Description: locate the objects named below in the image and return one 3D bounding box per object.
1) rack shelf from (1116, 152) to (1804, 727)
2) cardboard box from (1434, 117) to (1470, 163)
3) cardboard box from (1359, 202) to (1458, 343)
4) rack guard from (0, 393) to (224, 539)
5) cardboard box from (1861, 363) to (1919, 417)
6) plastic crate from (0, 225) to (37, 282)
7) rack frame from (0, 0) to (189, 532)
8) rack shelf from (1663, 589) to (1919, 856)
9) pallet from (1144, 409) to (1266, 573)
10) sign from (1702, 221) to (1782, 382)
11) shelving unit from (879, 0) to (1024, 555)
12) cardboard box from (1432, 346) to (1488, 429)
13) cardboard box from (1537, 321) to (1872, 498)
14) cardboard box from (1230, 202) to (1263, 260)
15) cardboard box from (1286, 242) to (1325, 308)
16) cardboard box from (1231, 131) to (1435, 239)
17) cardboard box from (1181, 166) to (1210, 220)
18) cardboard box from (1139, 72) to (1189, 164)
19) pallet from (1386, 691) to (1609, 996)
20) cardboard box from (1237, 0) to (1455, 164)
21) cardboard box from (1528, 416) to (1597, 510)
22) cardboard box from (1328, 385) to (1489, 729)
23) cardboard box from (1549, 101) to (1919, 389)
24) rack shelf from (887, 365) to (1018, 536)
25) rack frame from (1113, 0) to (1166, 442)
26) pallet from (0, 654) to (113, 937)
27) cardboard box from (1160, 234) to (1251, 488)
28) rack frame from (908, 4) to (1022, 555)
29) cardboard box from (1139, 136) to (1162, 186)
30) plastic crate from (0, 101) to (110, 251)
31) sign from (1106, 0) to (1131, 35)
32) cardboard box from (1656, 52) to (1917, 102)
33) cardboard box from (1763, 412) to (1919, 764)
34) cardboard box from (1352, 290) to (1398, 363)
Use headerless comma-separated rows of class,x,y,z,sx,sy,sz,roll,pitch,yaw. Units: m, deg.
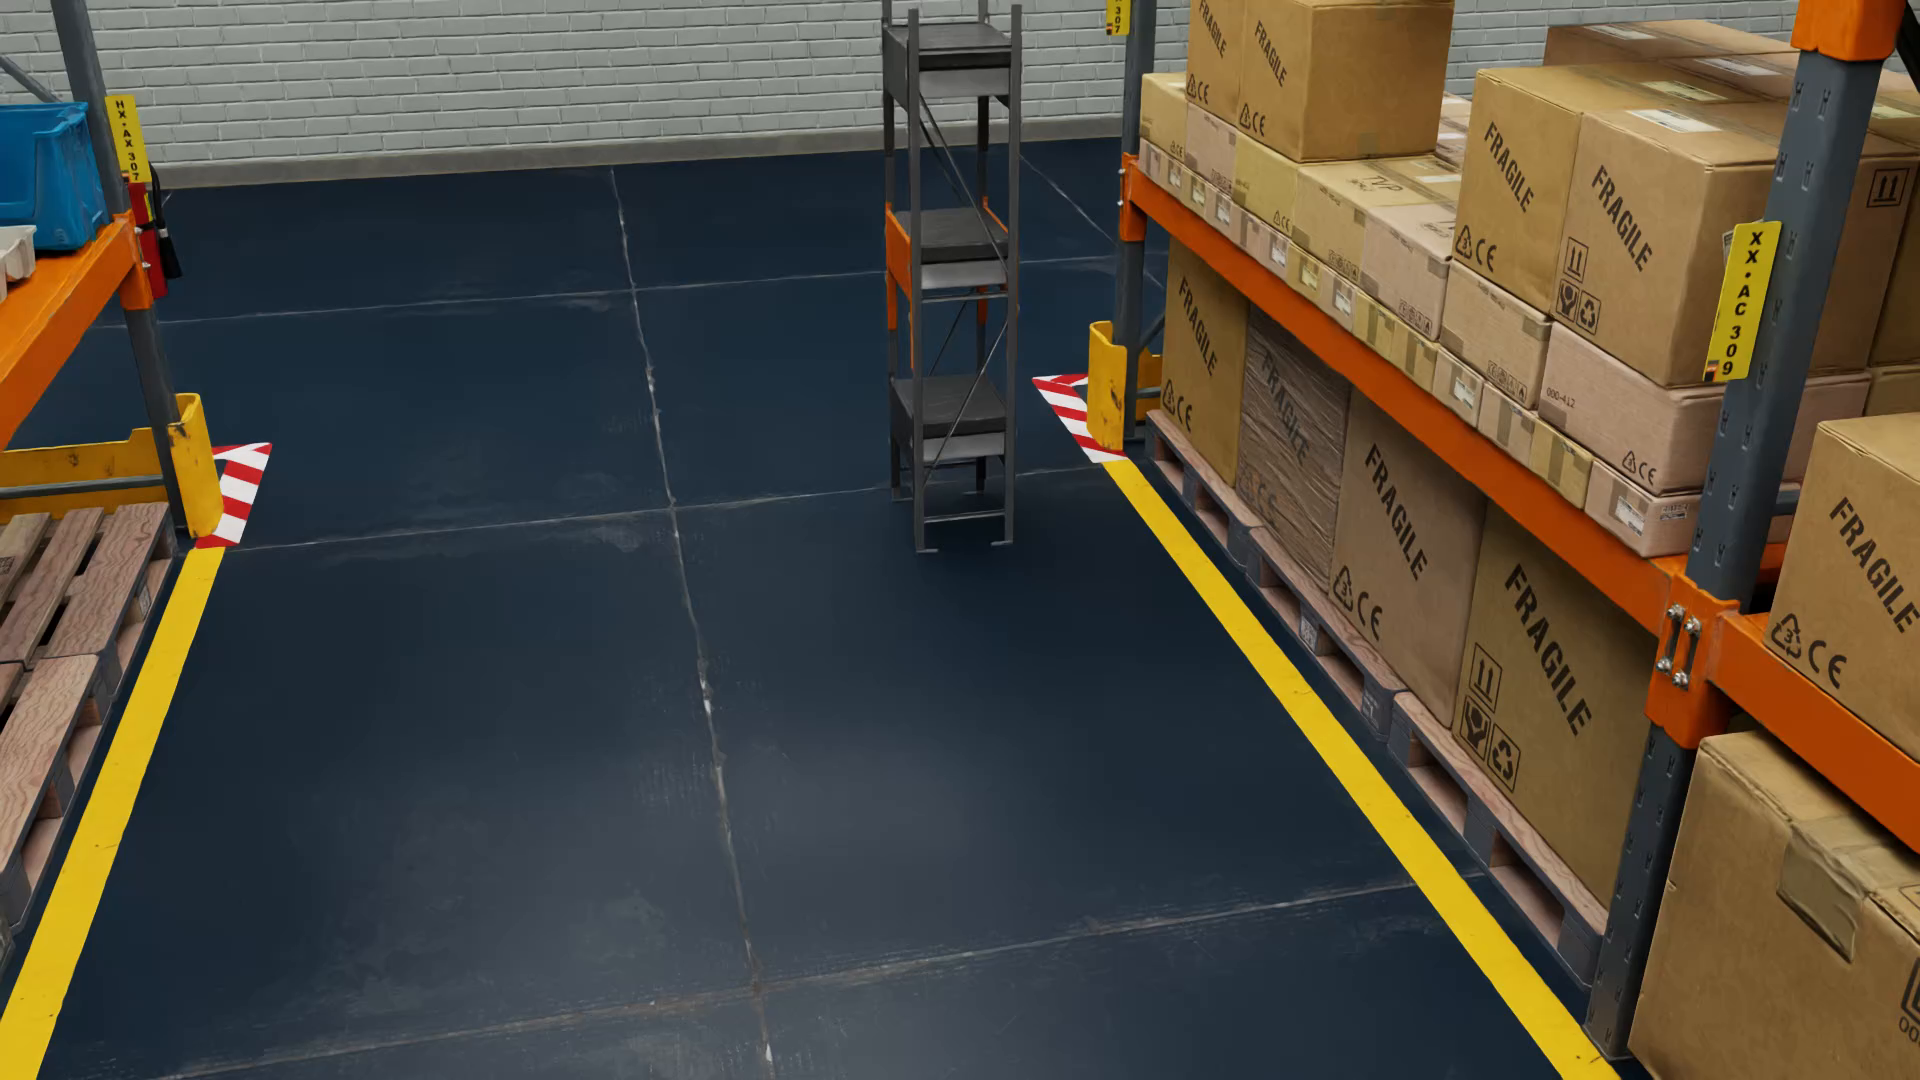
rack shelf,1.643,-0.663,5.533,1.077,0.370,4.000,-6,27,-12
cardboard box,1.789,-1.296,5.825,0.500,0.250,0.500,-7,28,-13
cardboard box,1.504,-0.790,4.823,0.500,0.250,0.500,-5,27,-11
rack guard,-3.651,-0.253,6.696,1.175,0.500,0.348,-6,27,-12
cardboard box,2.243,-0.405,4.060,0.500,0.250,0.500,-6,27,-13
plastic crate,-3.273,-0.929,5.487,0.396,0.136,0.243,-6,27,-12
rack frame,-3.633,-1.359,6.114,1.000,3.000,0.127,-6,27,-12
rack shelf,2.544,1.093,2.054,1.077,0.370,4.000,-6,27,-12
pallet,1.449,-0.274,7.059,1.003,0.211,1.213,-6,27,-12
sign,1.553,-0.471,3.306,0.100,0.325,0.005,-6,27,-12
shelving unit,-0.037,-1.010,6.421,0.431,2.100,0.503,-6,27,-12
cardboard box,1.532,-0.433,4.558,0.380,0.149,0.250,-5,27,-11
cardboard box,1.738,-0.339,3.930,0.500,0.250,0.500,-6,27,-13
cardboard box,1.184,-1.110,5.899,0.380,0.149,0.250,-6,27,-13
cardboard box,1.299,-0.886,5.455,0.380,0.149,0.250,-7,28,-13
cardboard box,1.271,-1.241,5.717,0.500,0.250,0.500,-7,28,-13
cardboard box,1.068,-1.336,6.347,0.380,0.149,0.250,-7,28,-13
cardboard box,1.037,-1.690,6.606,0.500,0.250,0.500,-7,28,-13
pallet,1.999,0.797,4.937,1.003,0.211,1.213,-6,27,-12
cardboard box,1.273,-1.578,5.552,0.500,0.500,0.500,-7,28,-13
cardboard box,1.647,-0.208,4.112,0.380,0.149,0.250,-5,27,-11
cardboard box,1.820,-0.038,5.389,0.875,0.875,0.875,-6,27,-12
cardboard box,1.730,-0.682,3.775,0.500,0.500,0.500,-5,27,-10
rack shelf,-0.037,-0.373,6.742,0.431,0.518,0.480,-6,27,-12
rack frame,1.192,-1.862,7.111,1.000,3.000,0.127,-6,27,-12
pallet,-3.214,0.786,4.958,1.003,0.211,1.213,-6,27,-12
cardboard box,1.414,-0.828,6.954,0.875,0.875,0.875,-6,27,-12
rack frame,0.018,-0.903,6.209,0.400,2.100,0.015,-6,27,-12
cardboard box,0.951,-1.561,6.792,0.380,0.149,0.250,-6,27,-11
plastic crate,-3.376,-1.274,5.839,0.616,0.435,0.499,-6,27,-12
sign,0.650,-2.230,6.791,0.100,0.325,0.005,-6,27,-12
cardboard box,2.131,-0.960,4.327,0.500,0.500,0.500,-6,27,-12
cardboard box,1.954,0.076,3.159,0.500,0.500,0.500,-6,27,-11
cardboard box,1.416,-0.659,5.005,0.380,0.149,0.250,-6,27,-12
